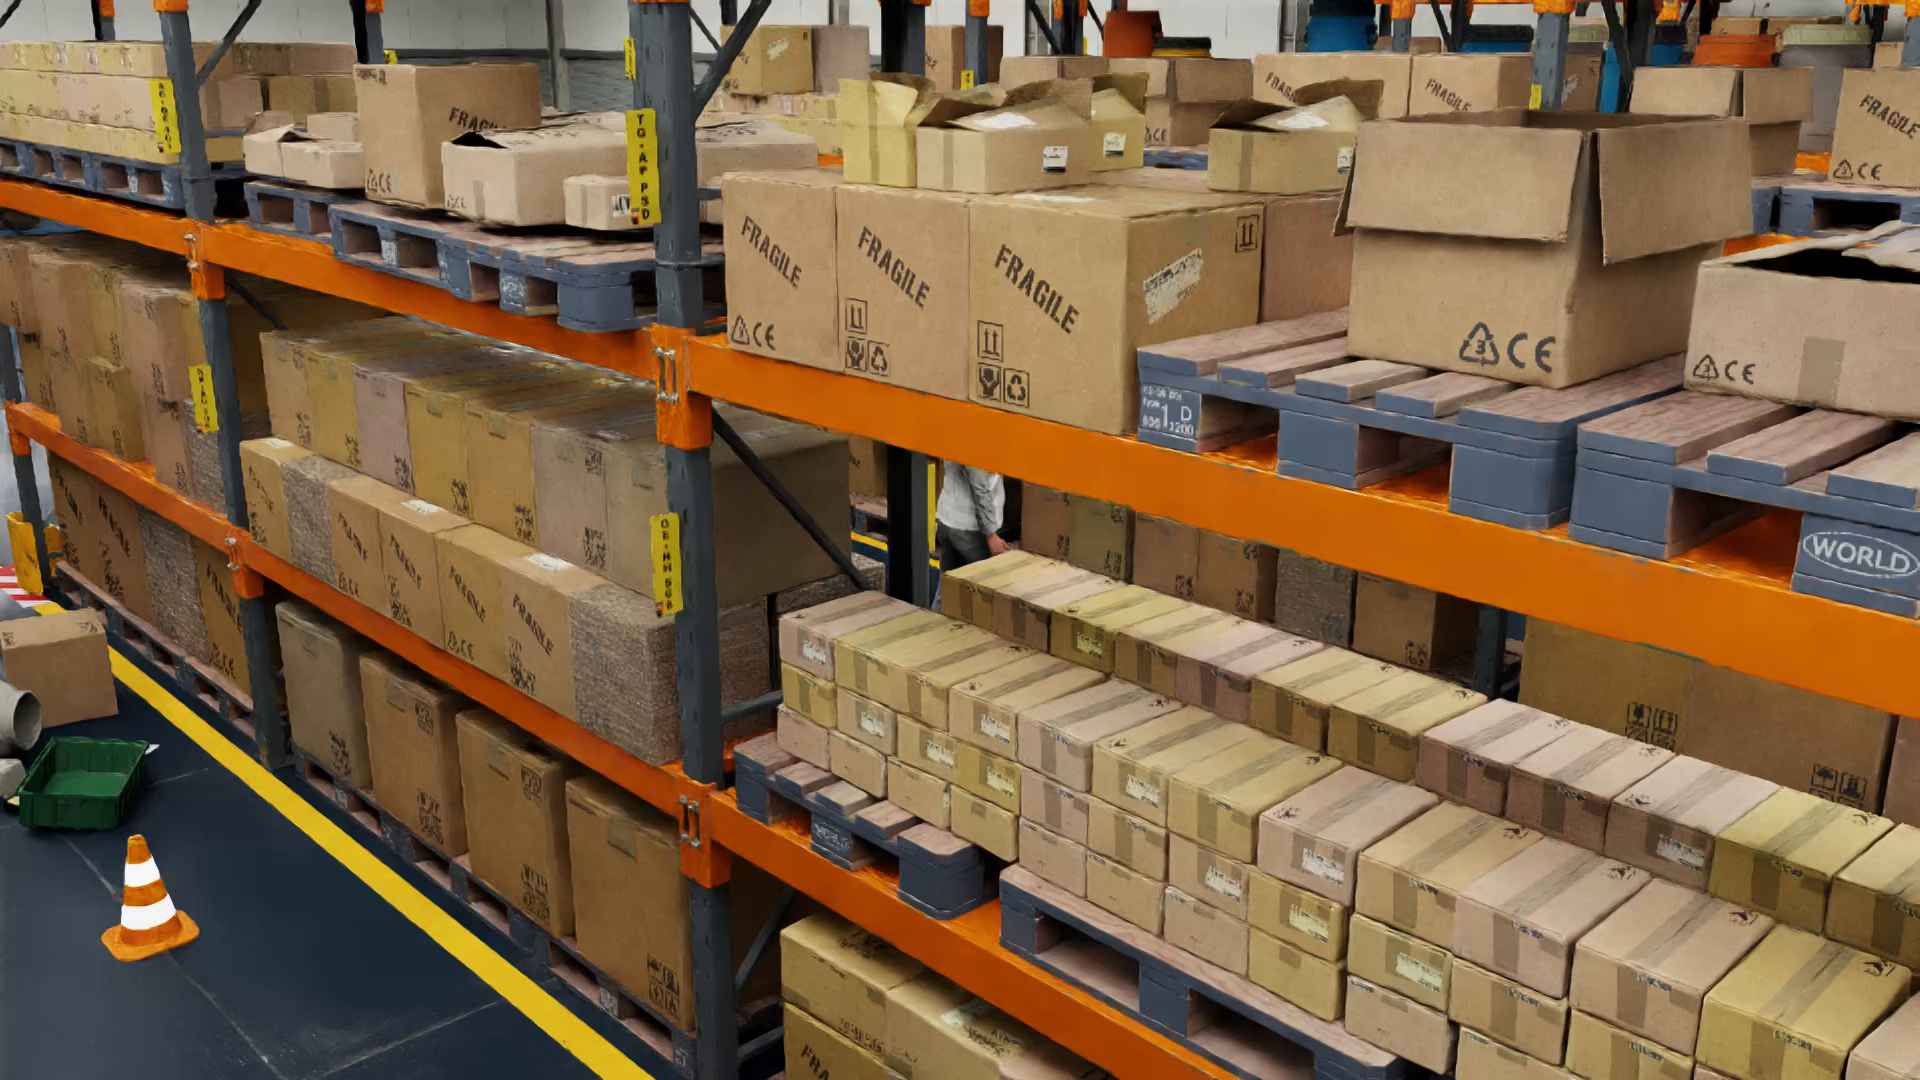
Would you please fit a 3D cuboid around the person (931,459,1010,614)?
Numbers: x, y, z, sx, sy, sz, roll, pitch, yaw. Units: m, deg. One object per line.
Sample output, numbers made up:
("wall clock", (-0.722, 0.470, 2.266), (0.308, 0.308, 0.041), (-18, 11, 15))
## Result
("person", (0.123, -0.084, 9.696), (0.584, 1.770, 0.645), (-8, 19, -24))
